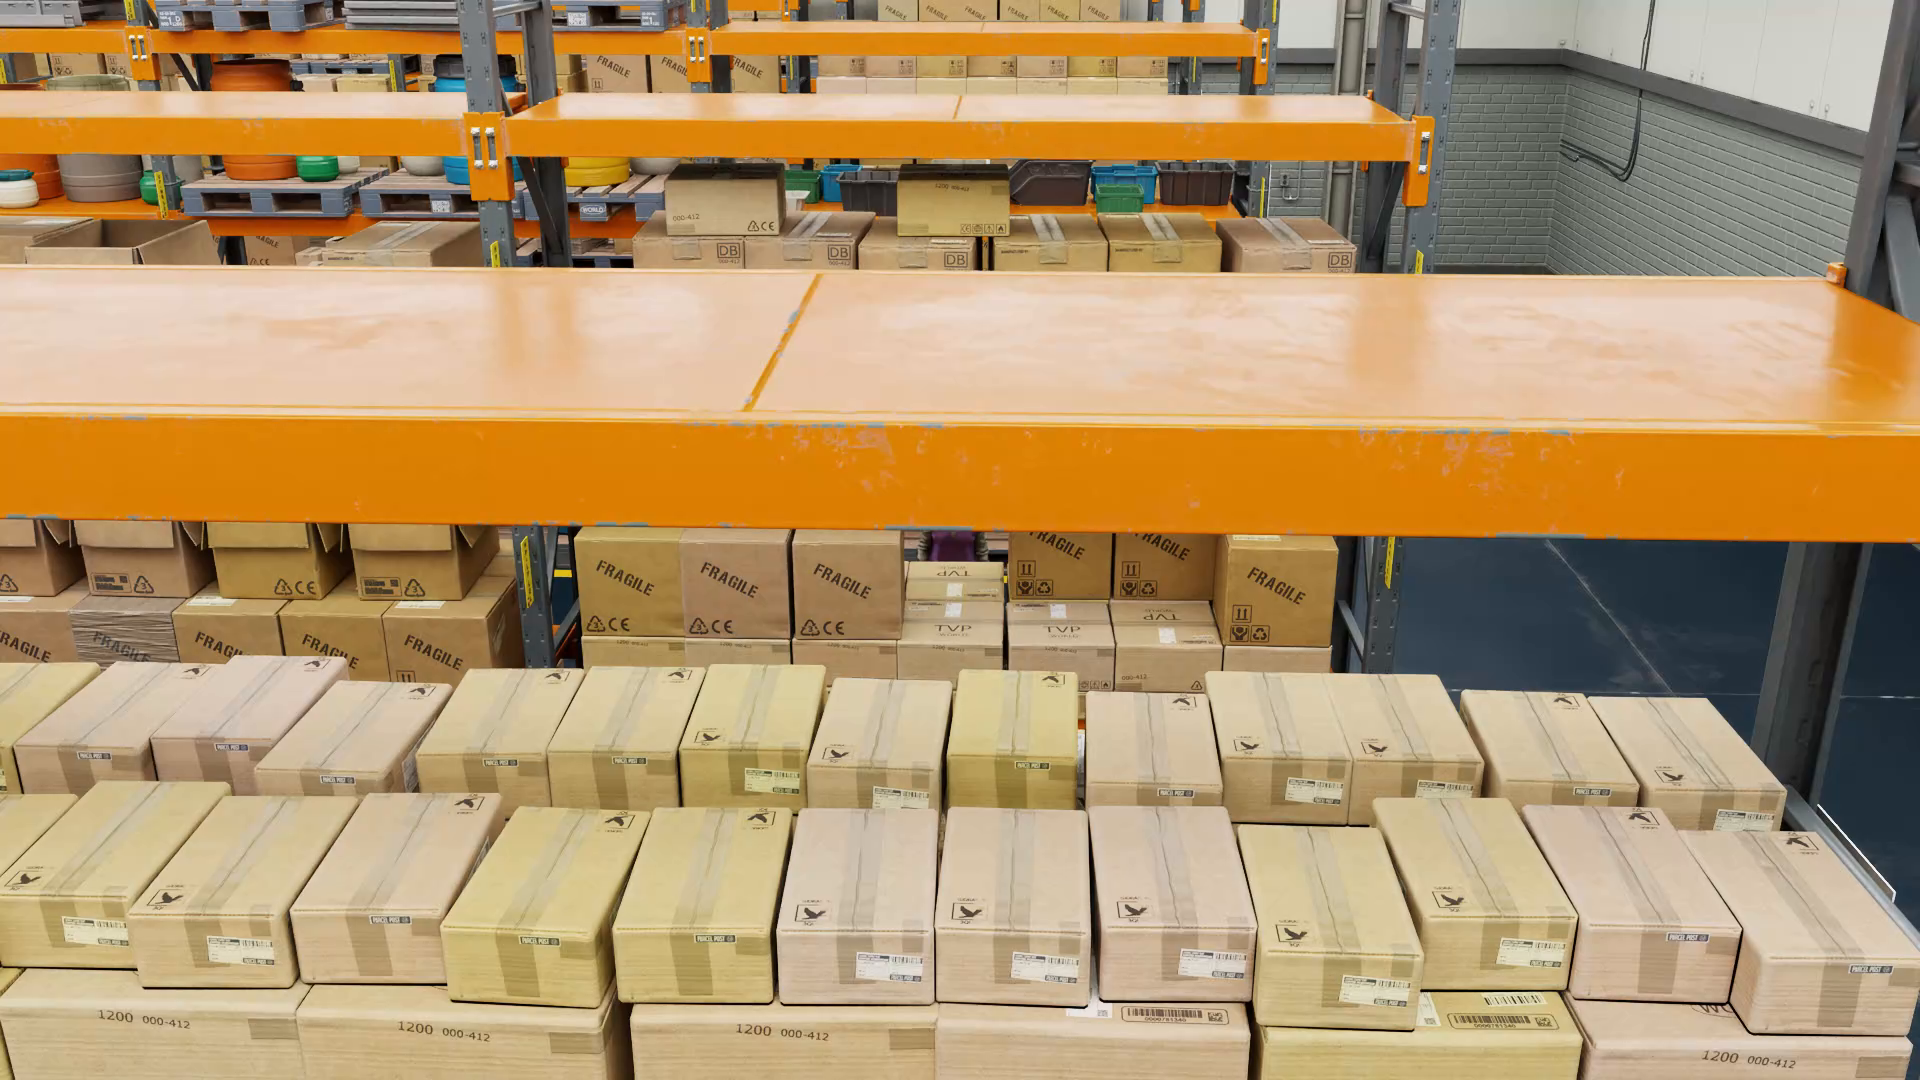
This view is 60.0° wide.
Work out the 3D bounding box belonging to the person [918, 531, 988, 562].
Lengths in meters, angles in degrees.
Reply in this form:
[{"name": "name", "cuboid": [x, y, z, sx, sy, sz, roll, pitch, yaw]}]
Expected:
[{"name": "person", "cuboid": [-0.049, 0.281, 10.868, 0.469, 1.593, 0.350, 0, 21, 1]}]
